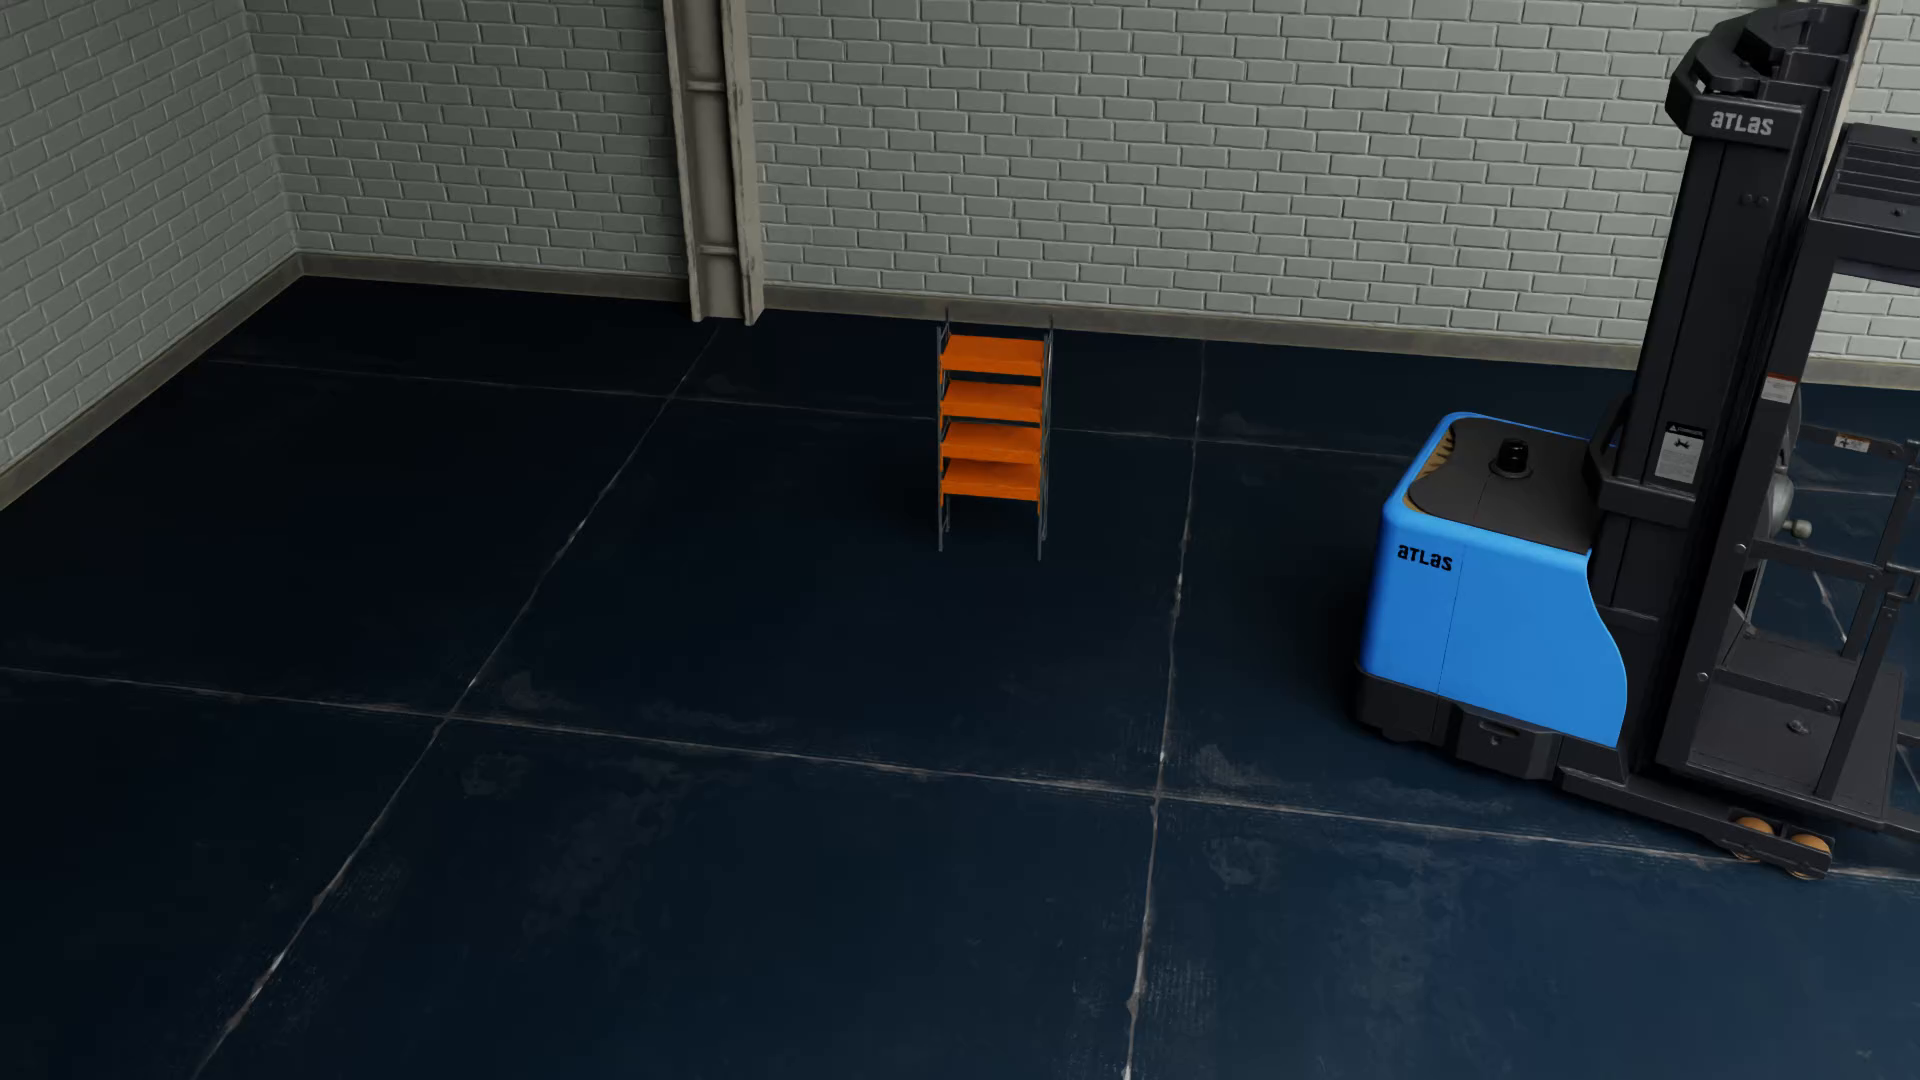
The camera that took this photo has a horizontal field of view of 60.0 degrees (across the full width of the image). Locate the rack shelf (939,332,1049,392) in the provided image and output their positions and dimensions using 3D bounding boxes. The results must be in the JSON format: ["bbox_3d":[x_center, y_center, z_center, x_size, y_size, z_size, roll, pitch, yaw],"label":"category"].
[{"bbox_3d":[0.163,-0.827,7.700,0.480,0.148,0.258,5,32,8],"label":"rack shelf"}]

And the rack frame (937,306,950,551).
[{"bbox_3d":[-0.077,-0.516,7.943,0.015,1.200,0.240,5,32,8],"label":"rack frame"}]

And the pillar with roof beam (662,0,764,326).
[{"bbox_3d":[-2.189,-2.999,4.560,0.400,9.000,9.100,5,32,8],"label":"pillar with roof beam"}]

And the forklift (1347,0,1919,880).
[{"bbox_3d":[3.163,-0.297,5.961,3.031,2.935,1.130,17,36,25],"label":"forklift"}]

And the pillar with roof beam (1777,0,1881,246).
[{"bbox_3d":[3.725,-2.464,3.705,0.400,9.000,9.100,5,32,8],"label":"pillar with roof beam"}]

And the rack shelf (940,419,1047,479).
[{"bbox_3d":[0.163,-0.437,7.944,0.480,0.148,0.258,5,32,8],"label":"rack shelf"}]

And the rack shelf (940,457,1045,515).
[{"bbox_3d":[0.163,-0.268,8.049,0.480,0.148,0.258,5,32,8],"label":"rack shelf"}]

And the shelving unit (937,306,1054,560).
[{"bbox_3d":[0.163,-0.494,7.908,0.503,1.200,0.258,5,32,8],"label":"shelving unit"}]

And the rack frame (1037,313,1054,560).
[{"bbox_3d":[0.404,-0.472,7.873,0.015,1.200,0.240,5,32,8],"label":"rack frame"}]

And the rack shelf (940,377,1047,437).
[{"bbox_3d":[0.163,-0.626,7.825,0.480,0.148,0.258,5,32,8],"label":"rack shelf"}]
